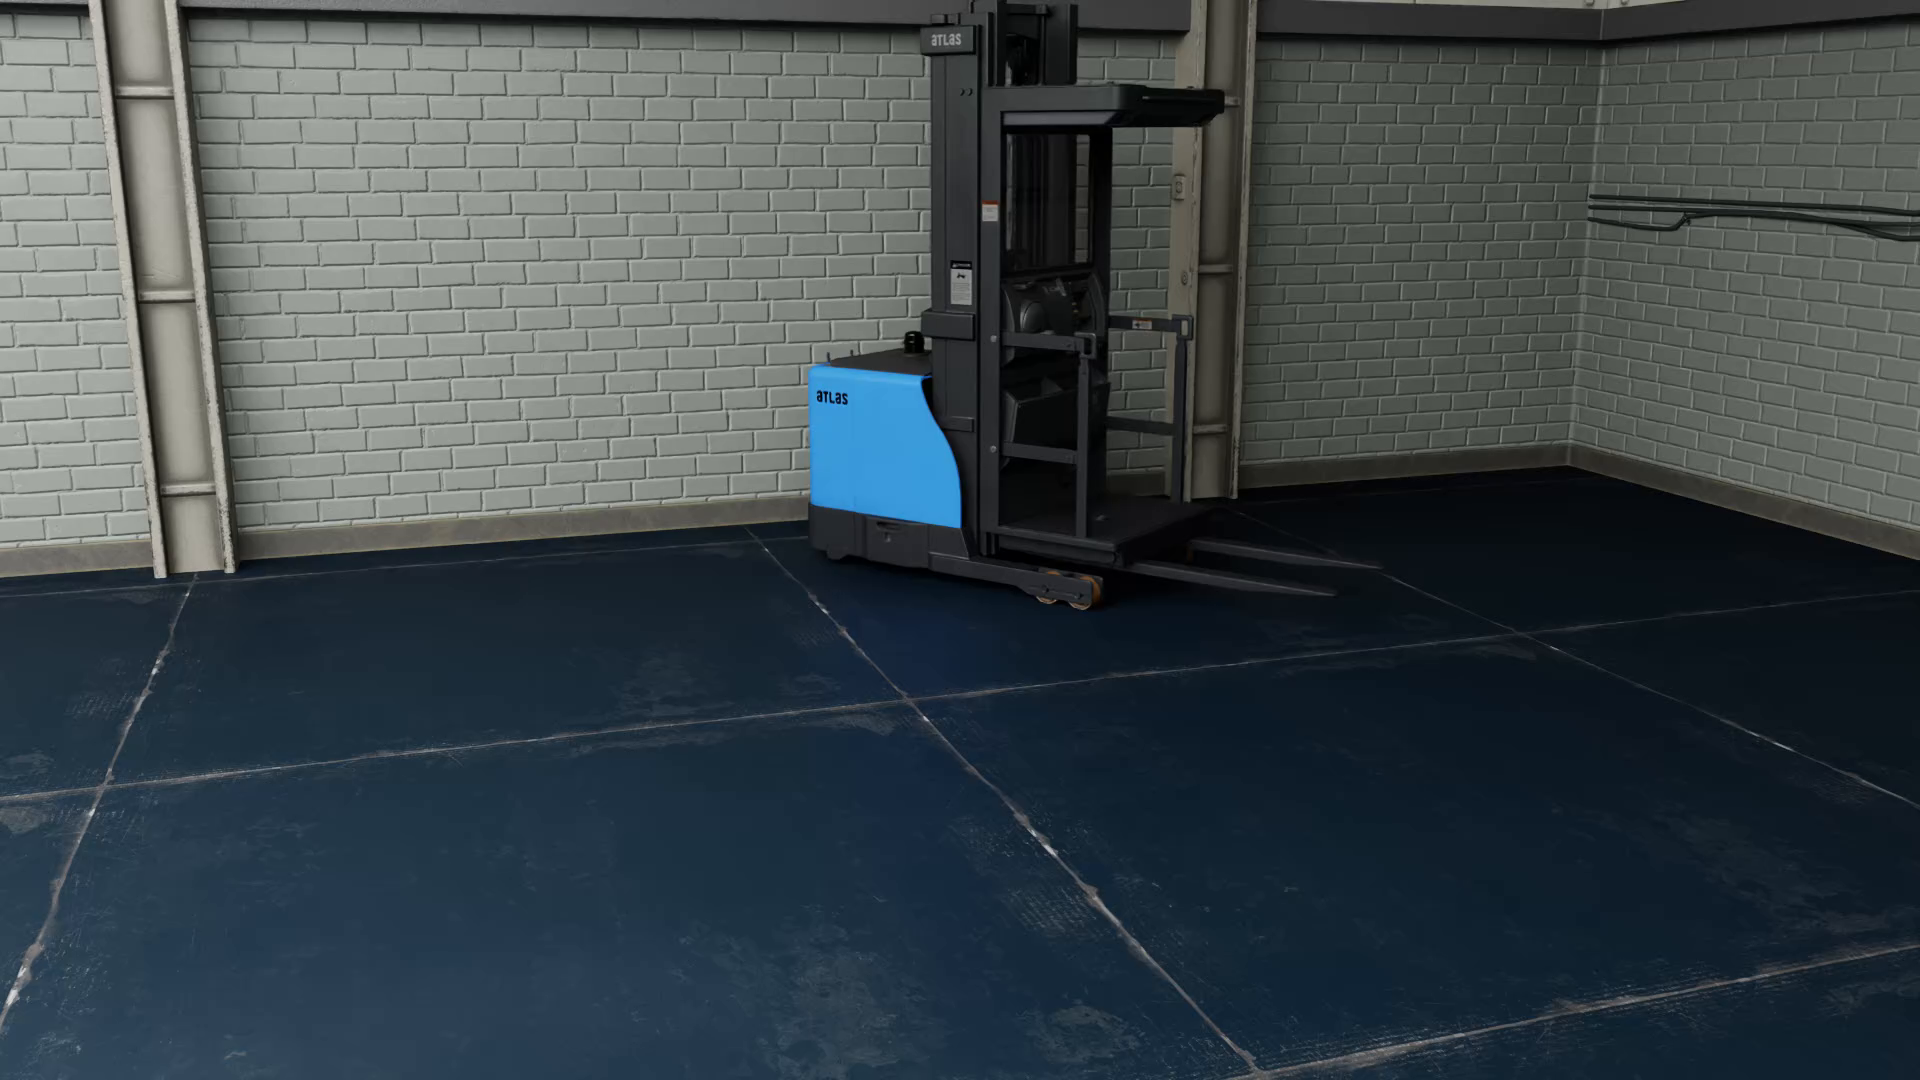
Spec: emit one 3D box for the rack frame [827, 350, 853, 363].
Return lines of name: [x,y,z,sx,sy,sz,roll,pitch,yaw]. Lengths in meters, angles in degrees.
rack frame: [-0.705,-0.598,9.887,0.008,1.050,0.200,13,18,43]

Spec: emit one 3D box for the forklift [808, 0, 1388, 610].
forklift: [0.665,-1.219,8.435,3.031,2.935,1.130,9,16,34]

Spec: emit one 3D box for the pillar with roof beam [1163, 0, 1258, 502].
pillar with roof beam: [2.942,-3.723,5.847,0.400,9.000,9.100,-4,14,-18]

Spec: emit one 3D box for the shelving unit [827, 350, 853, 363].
shelving unit: [-0.618,-0.578,9.803,0.252,1.050,0.215,13,18,43]

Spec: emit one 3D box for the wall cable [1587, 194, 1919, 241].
wall cable: [4.782,-3.084,9.870,0.112,2.526,3.097,-4,14,-18]

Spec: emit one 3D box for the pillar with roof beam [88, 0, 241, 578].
pillar with roof beam: [-2.745,-3.280,3.985,0.400,9.000,9.100,-4,14,-18]
